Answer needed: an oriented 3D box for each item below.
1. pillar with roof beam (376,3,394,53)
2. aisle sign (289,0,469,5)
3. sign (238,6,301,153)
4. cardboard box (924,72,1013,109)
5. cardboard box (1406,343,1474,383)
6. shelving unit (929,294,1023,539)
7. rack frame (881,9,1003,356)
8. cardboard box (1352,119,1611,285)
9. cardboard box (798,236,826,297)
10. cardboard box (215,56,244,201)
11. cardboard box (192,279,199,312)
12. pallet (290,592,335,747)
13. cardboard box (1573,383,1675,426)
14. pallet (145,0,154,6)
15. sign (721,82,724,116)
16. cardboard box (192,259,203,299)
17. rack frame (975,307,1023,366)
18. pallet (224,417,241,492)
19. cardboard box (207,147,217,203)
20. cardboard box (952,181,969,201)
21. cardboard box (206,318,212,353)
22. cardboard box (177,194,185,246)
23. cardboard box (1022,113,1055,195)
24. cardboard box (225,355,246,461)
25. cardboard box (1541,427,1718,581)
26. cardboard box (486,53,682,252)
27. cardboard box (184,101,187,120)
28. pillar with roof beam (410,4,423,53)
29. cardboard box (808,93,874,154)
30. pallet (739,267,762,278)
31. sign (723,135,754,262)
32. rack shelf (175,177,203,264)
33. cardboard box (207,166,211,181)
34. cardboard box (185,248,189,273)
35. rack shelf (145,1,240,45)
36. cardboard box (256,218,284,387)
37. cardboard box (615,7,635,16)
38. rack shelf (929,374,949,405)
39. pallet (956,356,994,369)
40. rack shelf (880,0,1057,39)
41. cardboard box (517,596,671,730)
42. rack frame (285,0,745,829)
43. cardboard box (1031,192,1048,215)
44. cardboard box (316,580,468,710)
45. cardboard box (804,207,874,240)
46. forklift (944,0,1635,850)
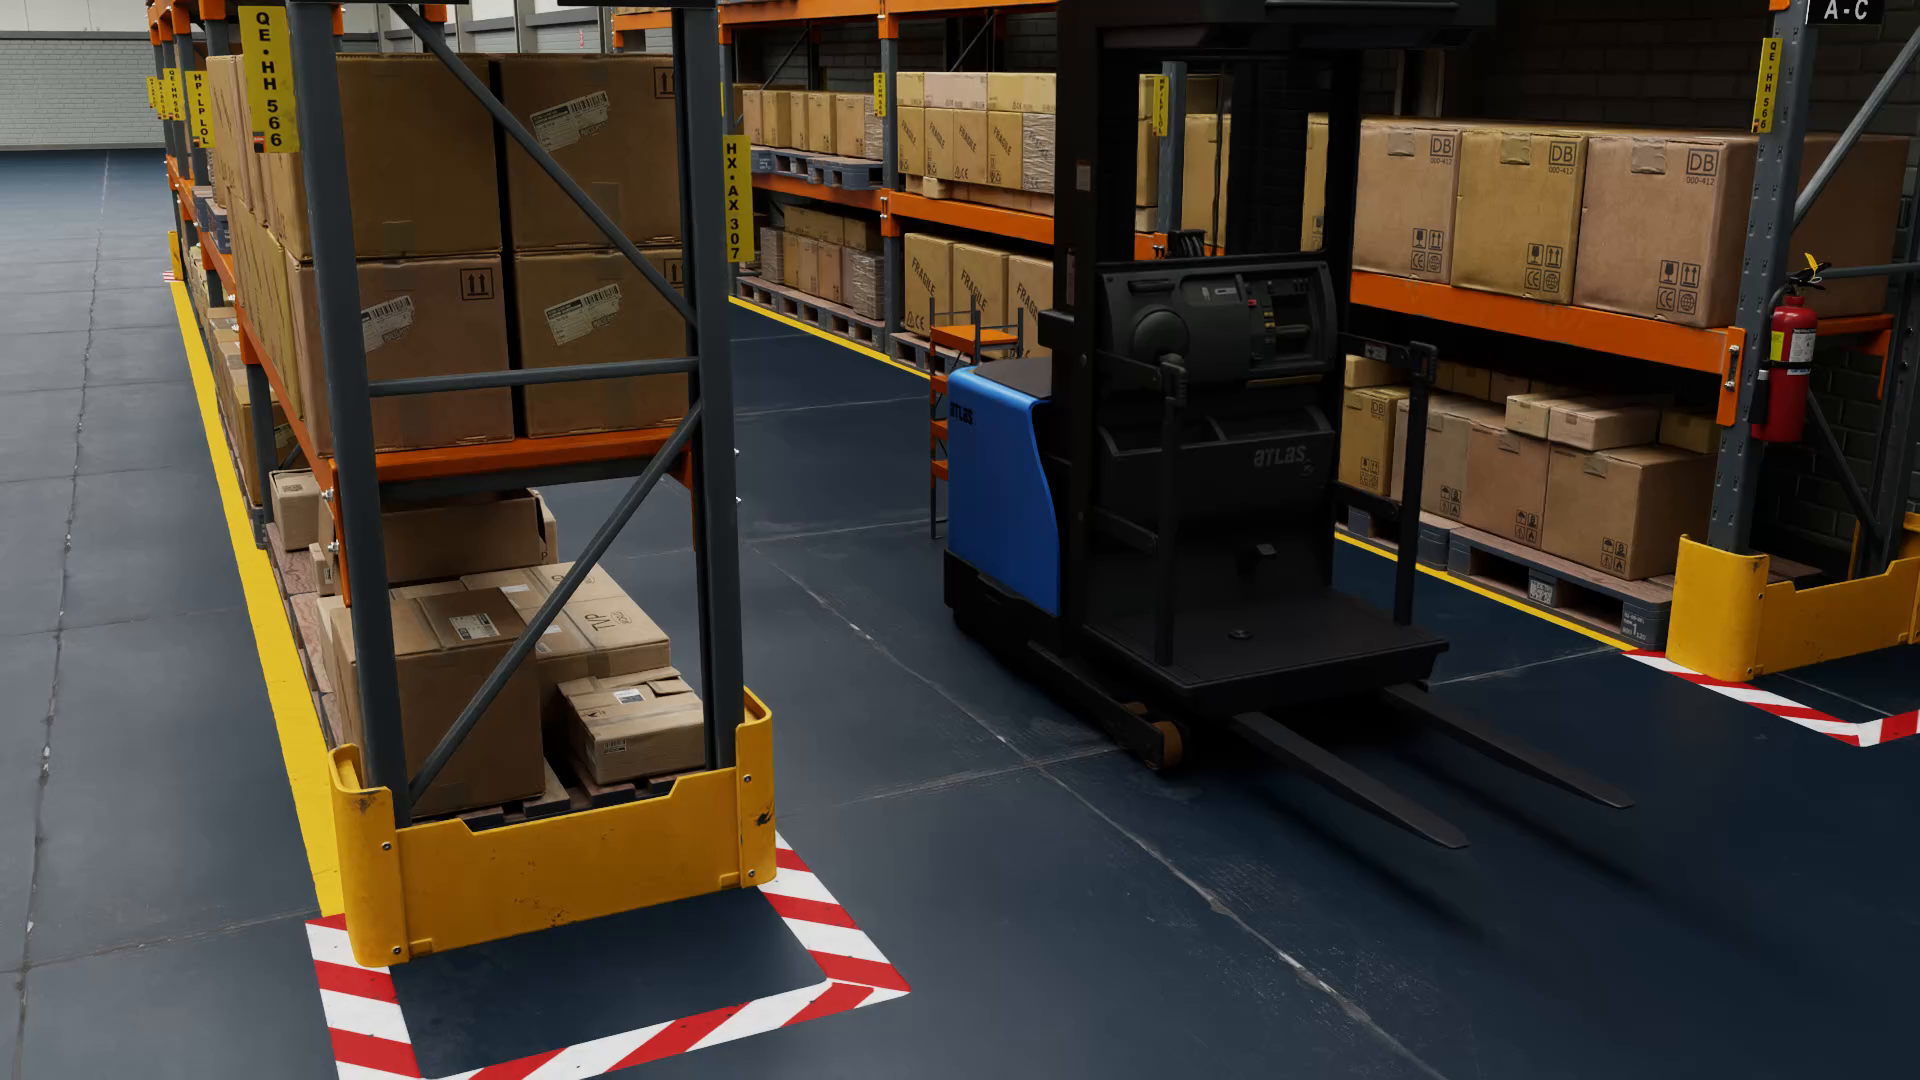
[{"bbox_3d":[-19.566,-14.710,43.198,9.100,9.000,0.400,-8,18,-25],"label":"pillar with roof beam"},{"bbox_3d":[-1.325,-1.606,3.697,0.394,0.787,0.004,-8,18,-25],"label":"aisle sign"},{"bbox_3d":[-1.587,-1.057,3.823,0.100,0.325,0.005,-8,18,-25],"label":"sign"},{"bbox_3d":[0.070,-3.278,12.119,0.500,0.250,0.500,-8,18,-26],"label":"cardboard box"},{"bbox_3d":[2.428,-0.918,8.605,0.380,0.149,0.250,-7,18,-24],"label":"cardboard box"},{"bbox_3d":[0.072,-0.536,7.942,0.258,1.200,0.503,-8,18,-25],"label":"shelving unit"},{"bbox_3d":[-0.133,-2.994,13.245,1.000,3.000,0.127,-8,18,-25],"label":"rack frame"},{"bbox_3d":[2.485,-1.649,8.014,0.980,0.700,0.700,-9,18,-28],"label":"cardboard box"},{"bbox_3d":[-1.089,-2.562,15.473,0.700,0.500,0.500,-7,18,-24],"label":"cardboard box"},{"bbox_3d":[-2.427,-1.525,6.132,0.500,0.500,0.500,-8,18,-27],"label":"cardboard box"},{"bbox_3d":[-6.383,-2.136,14.480,0.500,0.250,0.500,-8,18,-26],"label":"cardboard box"},{"bbox_3d":[-1.994,0.411,6.435,1.003,0.211,1.213,-8,18,-25],"label":"pallet"},{"bbox_3d":[2.987,-0.602,7.506,0.380,0.149,0.250,-8,18,-25],"label":"cardboard box"},{"bbox_3d":[-7.803,-5.599,17.045,1.003,0.211,1.213,-8,18,-25],"label":"pallet"},{"bbox_3d":[-2.370,-4.334,16.346,0.100,0.325,0.005,-8,18,-25],"label":"sign"},{"bbox_3d":[-5.937,-2.150,13.512,0.500,0.311,0.500,-8,18,-27],"label":"cardboard box"},{"bbox_3d":[0.179,-0.475,7.731,0.240,1.200,0.015,-8,18,-25],"label":"rack frame"},{"bbox_3d":[-3.761,-0.562,9.826,1.003,0.211,1.213,-8,18,-25],"label":"pallet"},{"bbox_3d":[-3.978,-2.252,9.716,0.700,0.500,0.500,-4,17,-14],"label":"cardboard box"},{"bbox_3d":[0.167,-2.586,12.243,0.380,0.149,0.250,-8,18,-25],"label":"cardboard box"},{"bbox_3d":[-5.263,-1.503,12.273,0.500,0.250,0.500,-8,18,-26],"label":"cardboard box"},{"bbox_3d":[-7.833,-3.335,17.298,0.500,0.500,0.500,-8,18,-25],"label":"cardboard box"},{"bbox_3d":[0.746,-2.537,10.898,0.500,0.500,0.500,-8,18,-25],"label":"cardboard box"},{"bbox_3d":[-3.734,-0.748,9.153,0.500,0.500,0.500,-7,18,-24],"label":"cardboard box"},{"bbox_3d":[2.975,-0.172,7.182,0.700,0.500,0.500,-8,18,-25],"label":"cardboard box"},{"bbox_3d":[-1.037,-1.081,4.586,0.500,0.500,0.500,-7,17,-23],"label":"cardboard box"},{"bbox_3d":[-6.648,-3.787,14.653,0.380,0.149,0.250,-8,18,-25],"label":"cardboard box"},{"bbox_3d":[-16.937,-13.223,38.014,9.100,9.000,0.400,-8,18,-25],"label":"pillar with roof beam"},{"bbox_3d":[-0.914,-3.675,14.639,0.700,0.500,0.500,-8,18,-25],"label":"cardboard box"},{"bbox_3d":[-2.211,-2.807,17.651,1.003,0.211,1.213,-8,18,-25],"label":"pallet"},{"bbox_3d":[-0.592,-0.892,4.352,0.100,0.325,0.005,-8,18,-25],"label":"sign"},{"bbox_3d":[-5.460,-2.544,12.983,1.077,0.370,4.000,-8,18,-25],"label":"rack shelf"},{"bbox_3d":[-6.132,-3.021,13.795,0.380,0.149,0.250,-8,18,-25],"label":"cardboard box"},{"bbox_3d":[-7.613,-2.851,16.970,0.500,0.250,0.500,-8,18,-25],"label":"cardboard box"},{"bbox_3d":[-7.213,-4.978,16.025,1.077,0.370,4.000,-8,18,-25],"label":"rack shelf"},{"bbox_3d":[-1.965,-0.789,5.382,0.500,0.500,0.500,-8,18,-24],"label":"cardboard box"},{"bbox_3d":[-3.716,-6.364,19.333,0.500,0.500,0.500,-7,17,-23],"label":"cardboard box"},{"bbox_3d":[0.072,-0.686,7.899,0.258,0.148,0.480,-8,18,-25],"label":"rack shelf"},{"bbox_3d":[0.675,-1.147,11.864,1.003,0.211,1.213,-8,18,-25],"label":"pallet"},{"bbox_3d":[0.743,-3.594,11.202,1.077,0.370,4.000,-8,18,-25],"label":"rack shelf"},{"bbox_3d":[-1.282,0.407,5.583,0.500,0.250,0.500,-8,18,-25],"label":"cardboard box"},{"bbox_3d":[-1.080,-0.410,4.243,1.000,3.000,0.127,-8,18,-25],"label":"rack frame"},{"bbox_3d":[0.700,-2.261,11.110,0.380,0.149,0.250,-8,18,-26],"label":"cardboard box"},{"bbox_3d":[-1.928,0.355,5.761,0.500,0.250,0.500,-8,18,-25],"label":"cardboard box"},{"bbox_3d":[-1.121,-2.938,15.426,0.500,0.250,0.500,-8,18,-26],"label":"cardboard box"},{"bbox_3d":[1.009,-0.774,5.633,1.130,2.935,3.031,-7,18,-24],"label":"forklift"}]
